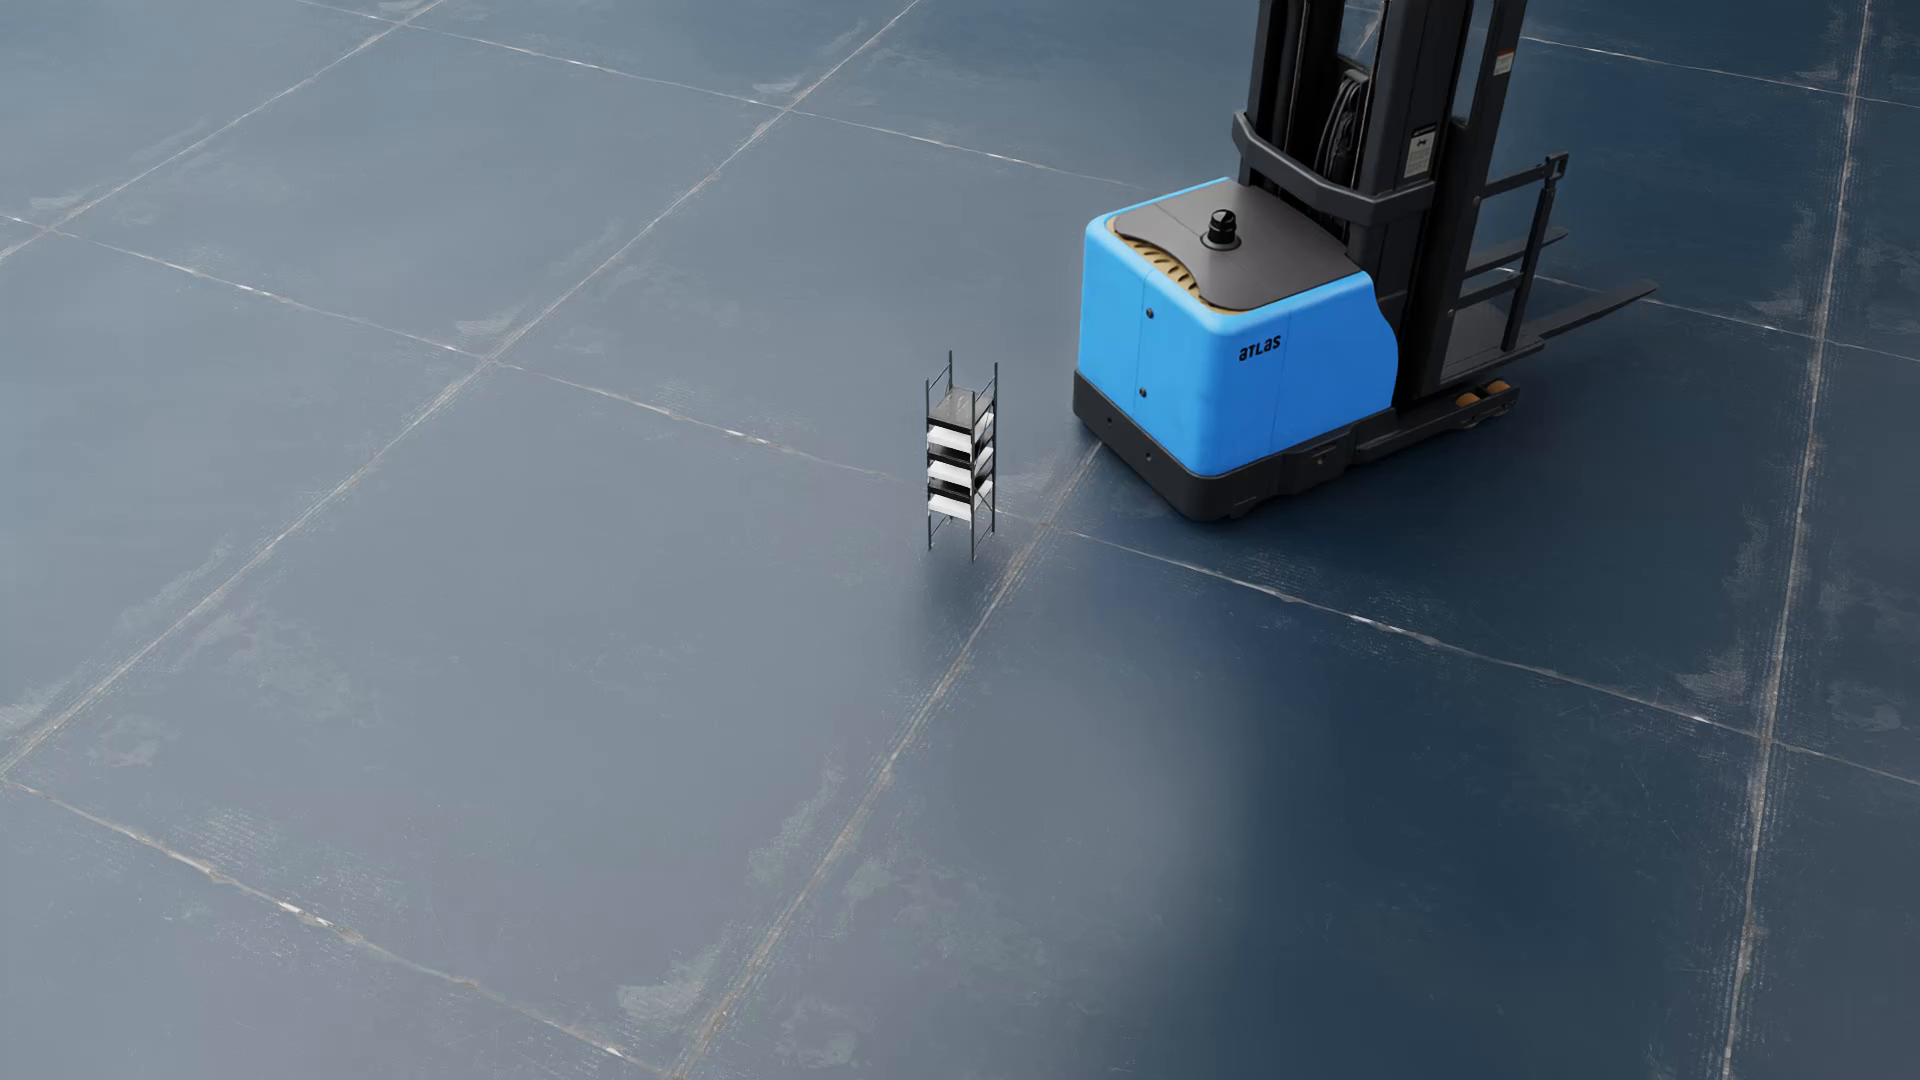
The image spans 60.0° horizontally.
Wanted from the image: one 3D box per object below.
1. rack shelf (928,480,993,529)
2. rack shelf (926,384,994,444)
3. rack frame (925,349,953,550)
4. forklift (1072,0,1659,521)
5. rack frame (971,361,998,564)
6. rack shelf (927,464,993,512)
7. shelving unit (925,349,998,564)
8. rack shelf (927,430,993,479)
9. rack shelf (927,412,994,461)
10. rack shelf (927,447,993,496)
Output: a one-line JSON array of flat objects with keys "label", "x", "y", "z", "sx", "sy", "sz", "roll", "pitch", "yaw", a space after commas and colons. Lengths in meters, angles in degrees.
[{"label": "rack shelf", "x": 0.007, "y": -0.177, "z": 7.092, "sx": 0.200, "sy": 0.077, "sz": 0.258, "roll": 17, "pitch": 44, "yaw": 19}, {"label": "rack shelf", "x": 0.007, "y": -0.517, "z": 6.798, "sx": 0.200, "sy": 0.077, "sz": 0.258, "roll": 17, "pitch": 44, "yaw": 19}, {"label": "rack frame", "x": -0.085, "y": -0.366, "z": 6.985, "sx": 0.006, "sy": 0.900, "sz": 0.240, "roll": 17, "pitch": 44, "yaw": 19}, {"label": "forklift", "x": 2.061, "y": -1.909, "z": 7.215, "sx": 3.031, "sy": 2.935, "sz": 1.130, "roll": -21, "pitch": 45, "yaw": -23}, {"label": "rack frame", "x": 0.099, "y": -0.310, "z": 6.920, "sx": 0.006, "sy": 0.900, "sz": 0.240, "roll": 17, "pitch": 44, "yaw": 19}, {"label": "rack shelf", "x": 0.007, "y": -0.245, "z": 7.033, "sx": 0.200, "sy": 0.077, "sz": 0.258, "roll": 17, "pitch": 44, "yaw": 19}, {"label": "shelving unit", "x": 0.007, "y": -0.338, "z": 6.953, "sx": 0.210, "sy": 0.900, "sz": 0.258, "roll": 17, "pitch": 44, "yaw": 19}, {"label": "rack shelf", "x": 0.007, "y": -0.381, "z": 6.916, "sx": 0.200, "sy": 0.077, "sz": 0.258, "roll": 17, "pitch": 44, "yaw": 19}, {"label": "rack shelf", "x": 0.007, "y": -0.449, "z": 6.857, "sx": 0.200, "sy": 0.077, "sz": 0.258, "roll": 17, "pitch": 44, "yaw": 19}, {"label": "rack shelf", "x": 0.007, "y": -0.313, "z": 6.974, "sx": 0.200, "sy": 0.077, "sz": 0.258, "roll": 17, "pitch": 44, "yaw": 19}]
